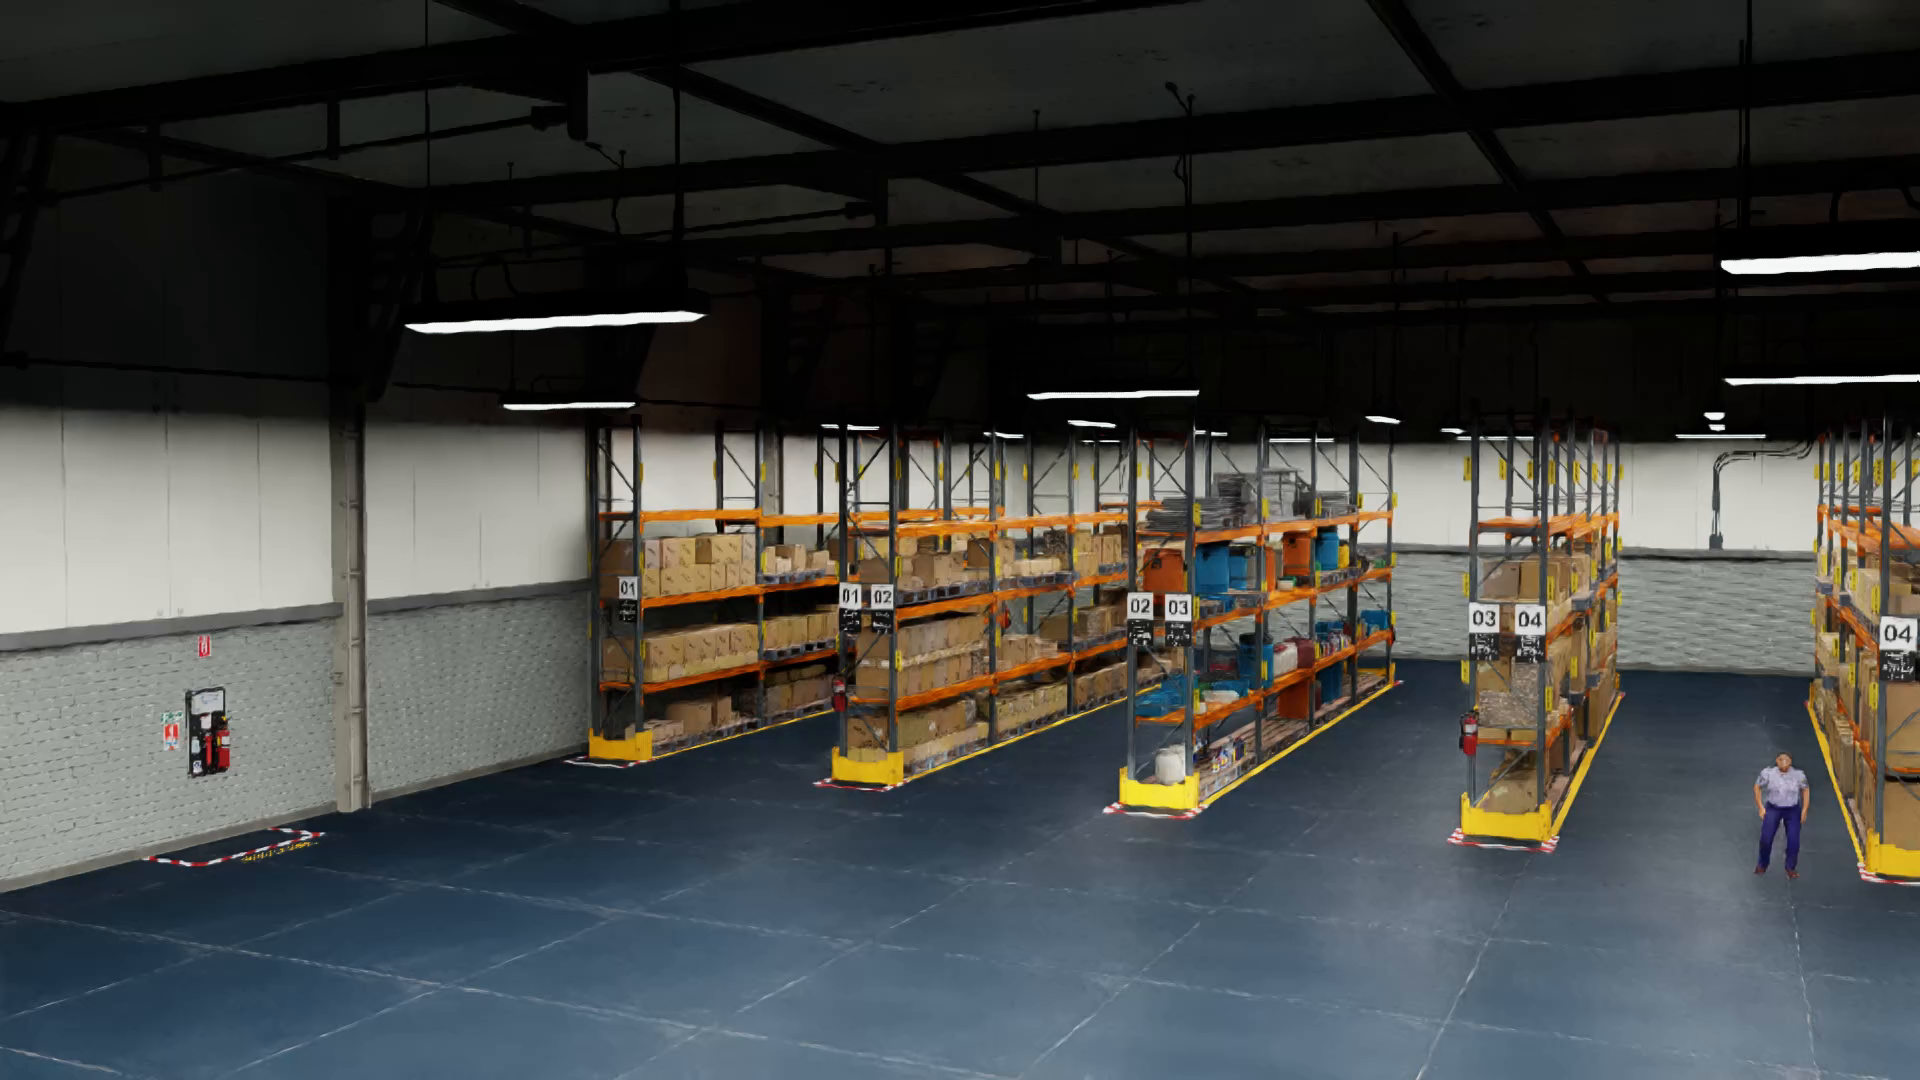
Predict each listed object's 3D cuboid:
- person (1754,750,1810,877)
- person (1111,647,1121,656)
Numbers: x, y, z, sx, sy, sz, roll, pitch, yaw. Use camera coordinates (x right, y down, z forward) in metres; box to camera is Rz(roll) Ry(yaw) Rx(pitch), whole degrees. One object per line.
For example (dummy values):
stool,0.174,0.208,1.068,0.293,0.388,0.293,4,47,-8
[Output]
person,10.153,3.365,20.550,0.625,1.596,0.509,1,3,22
person,4.028,2.445,42.514,0.344,1.588,0.554,1,2,17
